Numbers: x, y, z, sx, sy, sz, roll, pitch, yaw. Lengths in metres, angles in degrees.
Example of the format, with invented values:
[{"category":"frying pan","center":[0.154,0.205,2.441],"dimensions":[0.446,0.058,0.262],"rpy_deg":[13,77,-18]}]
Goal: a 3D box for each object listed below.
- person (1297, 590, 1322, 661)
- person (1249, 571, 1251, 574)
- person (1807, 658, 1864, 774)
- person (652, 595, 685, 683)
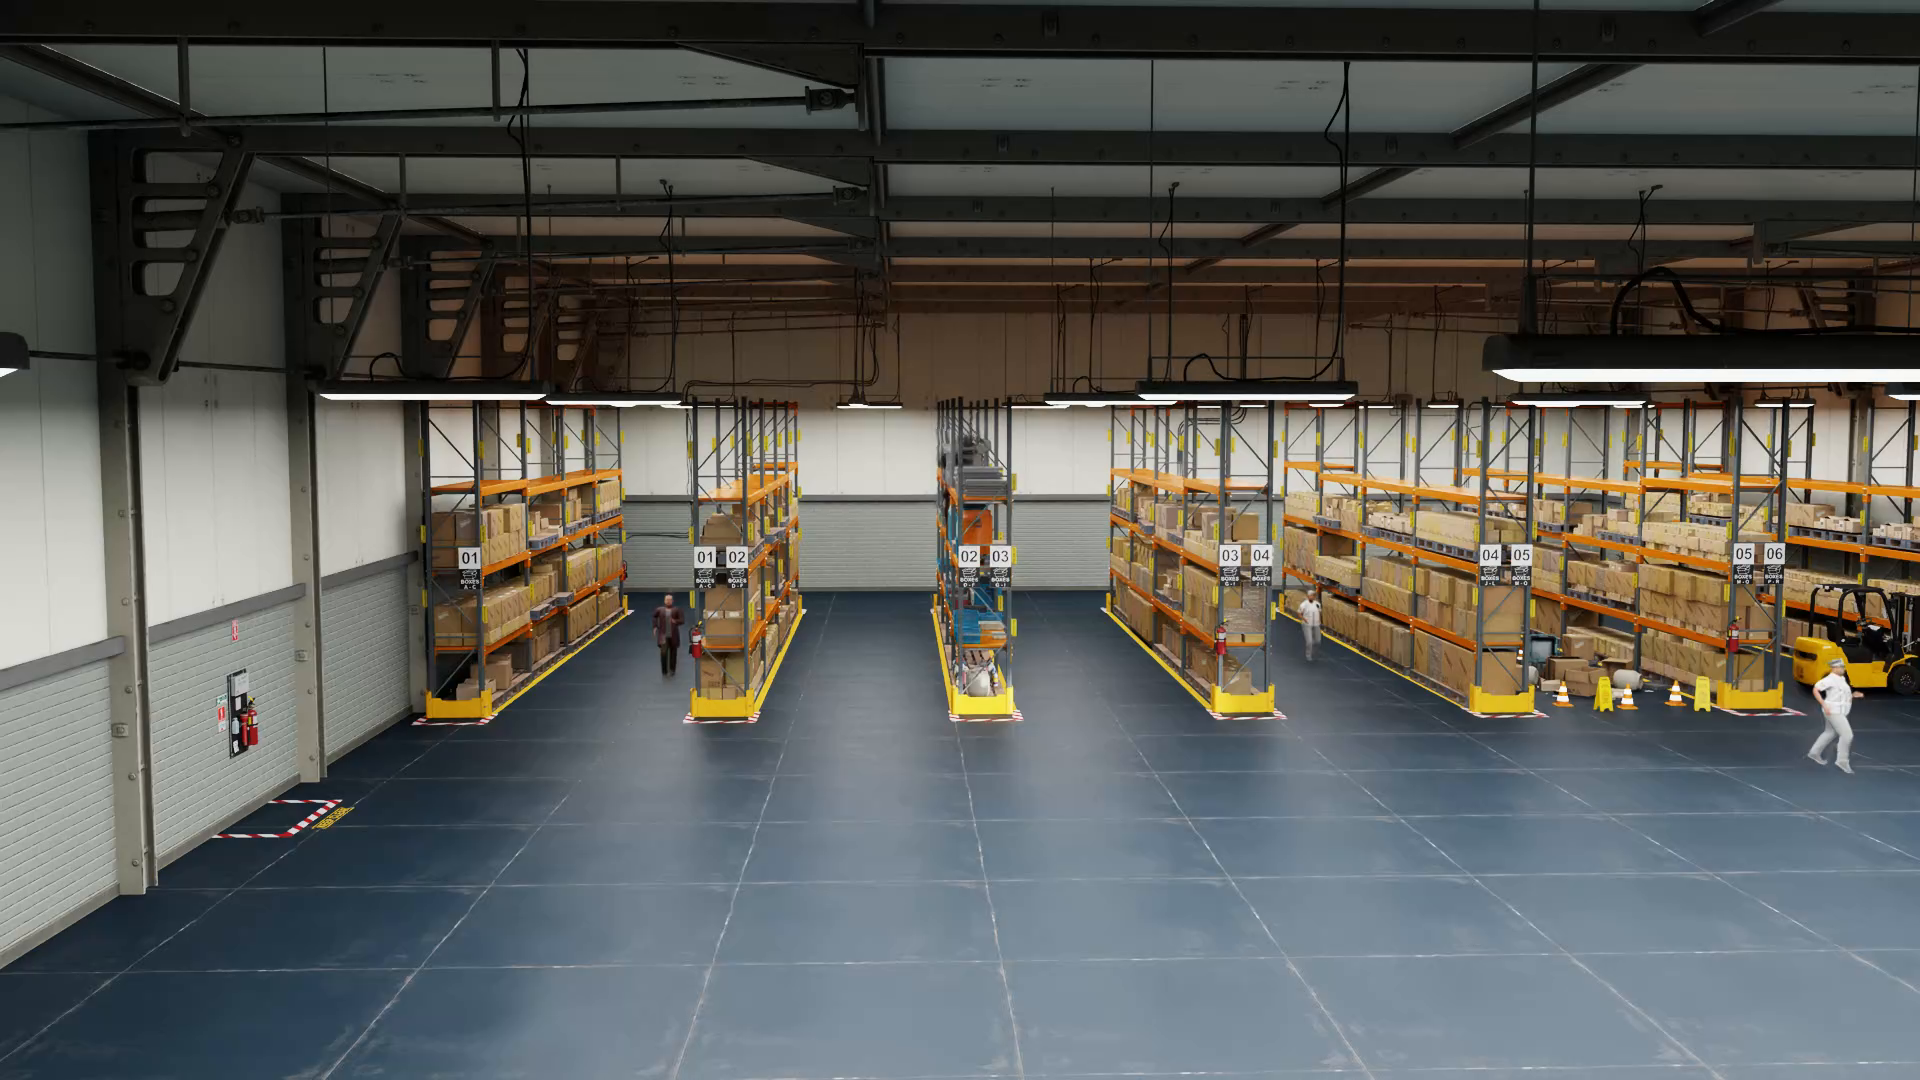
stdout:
[{"category":"person","center":[8.065,1.961,38.259],"dimensions":[0.604,1.616,0.575],"rpy_deg":[-1,4,-8]},{"category":"person","center":[7.976,1.125,47.890],"dimensions":[0.759,1.773,0.872],"rpy_deg":[3,5,36]},{"category":"person","center":[13.977,2.791,26.566],"dimensions":[0.800,1.851,0.637],"rpy_deg":[4,6,40]},{"category":"person","center":[-6.213,2.082,35.493],"dimensions":[0.678,1.833,0.919],"rpy_deg":[-1,5,-12]}]
